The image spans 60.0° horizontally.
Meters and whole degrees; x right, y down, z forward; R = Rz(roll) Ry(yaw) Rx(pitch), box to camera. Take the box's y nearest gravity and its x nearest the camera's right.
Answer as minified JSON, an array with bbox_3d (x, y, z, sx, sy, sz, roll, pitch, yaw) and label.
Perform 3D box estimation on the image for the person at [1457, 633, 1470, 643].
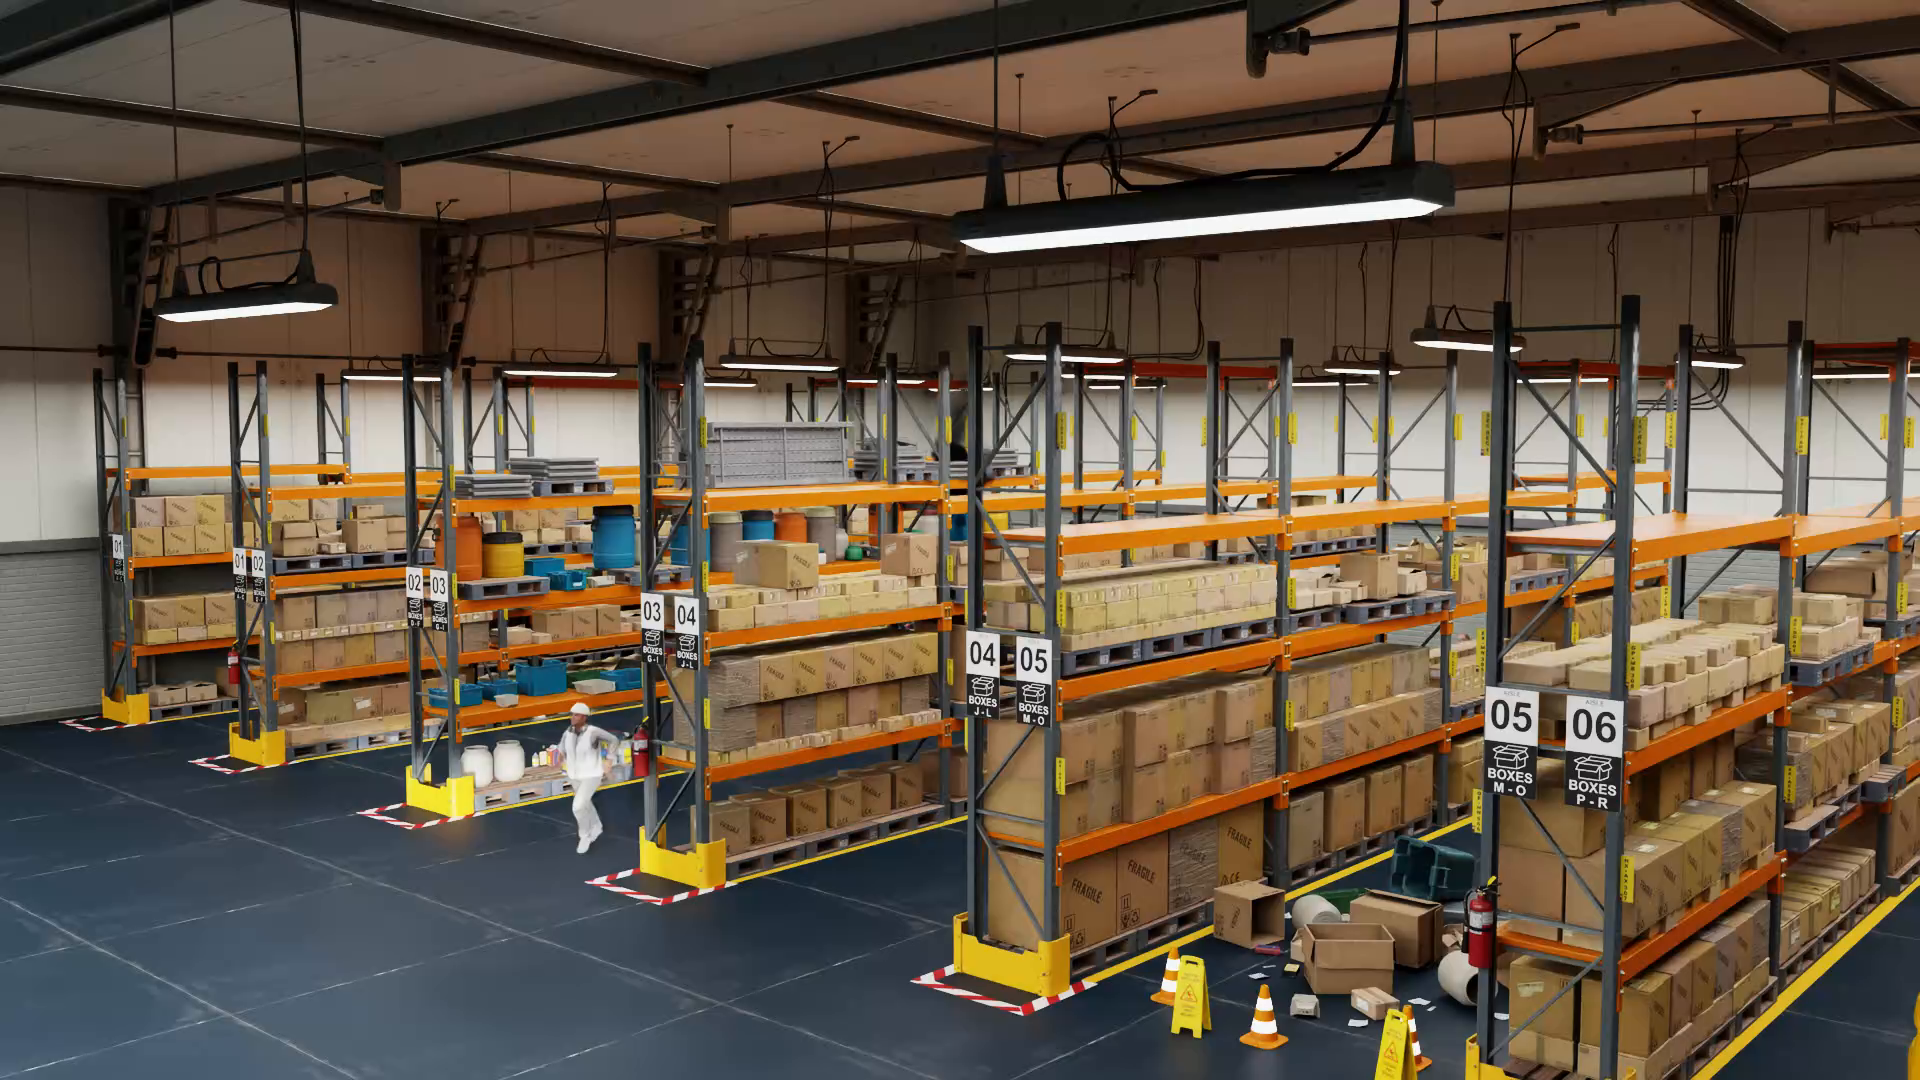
[{"bbox_3d":[8.150,2.306,26.762,0.853,1.622,0.671,-3,5,-39],"label":"person"}]

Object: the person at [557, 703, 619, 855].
[{"bbox_3d":[-4.461,2.804,19.830,0.665,1.751,0.868,2,5,26],"label":"person"}]
